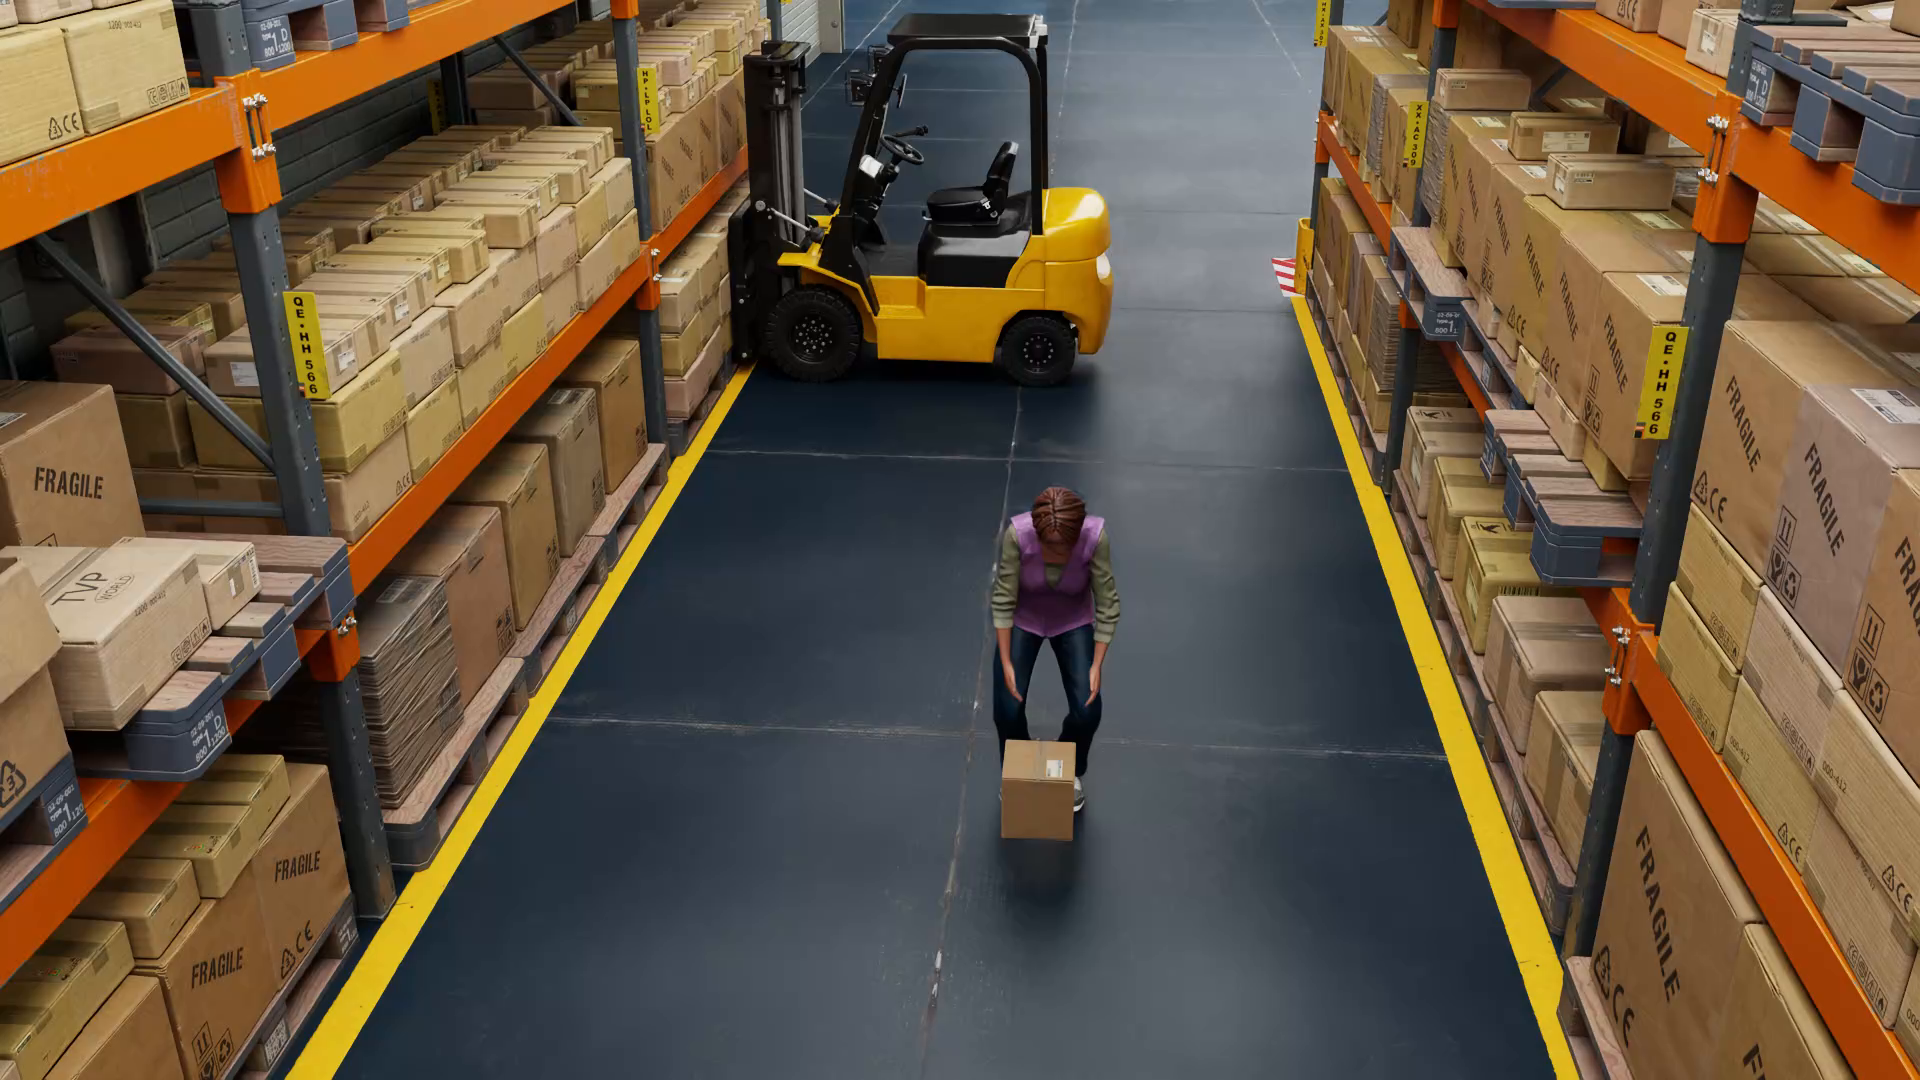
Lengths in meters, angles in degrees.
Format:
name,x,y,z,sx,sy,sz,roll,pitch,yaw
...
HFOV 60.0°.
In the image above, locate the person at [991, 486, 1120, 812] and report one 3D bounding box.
name,x,y,z,sx,sy,sz,roll,pitch,yaw
person,0.348,0.379,6.091,0.460,1.361,0.601,2,25,4
